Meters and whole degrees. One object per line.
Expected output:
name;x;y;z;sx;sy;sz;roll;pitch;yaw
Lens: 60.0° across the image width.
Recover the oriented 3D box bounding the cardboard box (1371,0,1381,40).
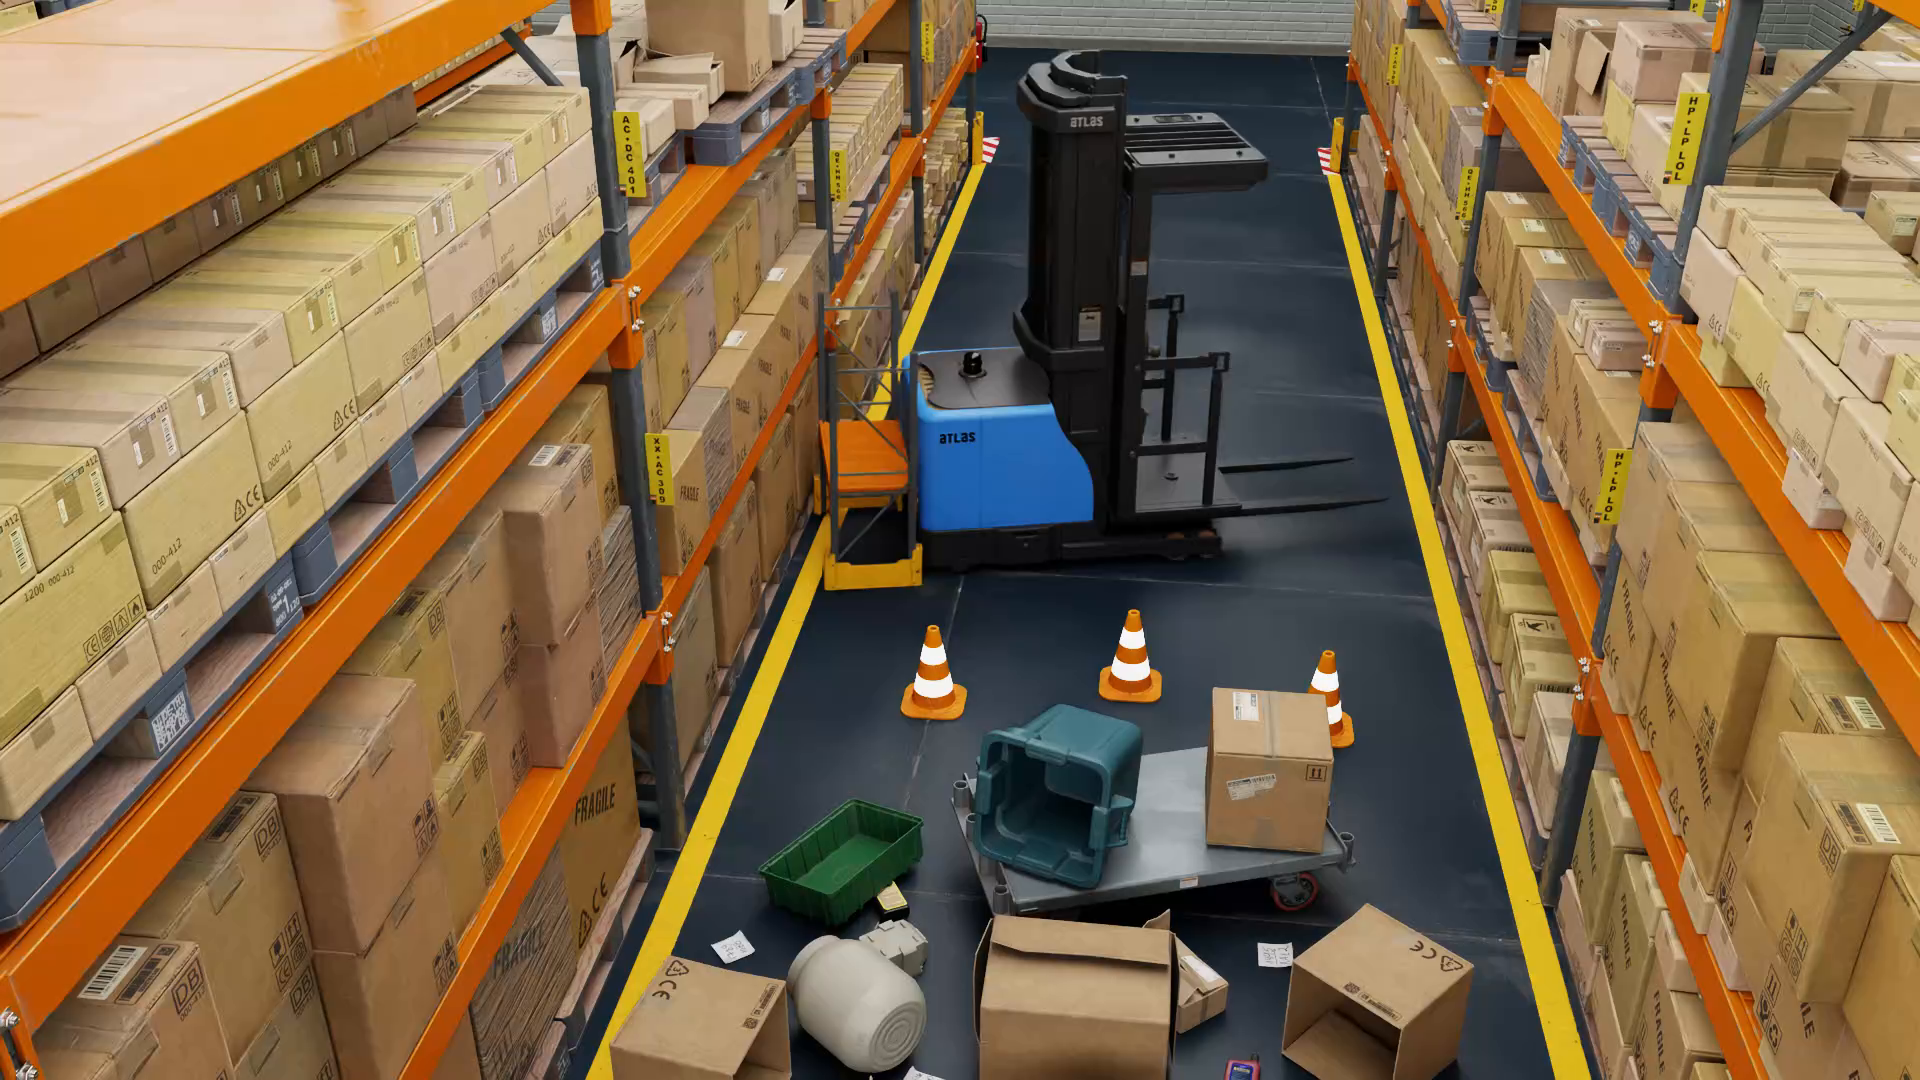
cardboard box;4.080;-4.870;15.259;0.500;0.500;0.500;3;29;6

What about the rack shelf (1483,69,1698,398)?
rack shelf;3.368;-1.613;7.969;1.077;0.370;4.000;3;28;6

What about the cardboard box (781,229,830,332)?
cardboard box;-1.100;-1.607;10.257;0.500;0.500;0.500;3;28;6

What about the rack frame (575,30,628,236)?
rack frame;-1.802;-2.549;5.785;1.000;3.000;0.127;3;28;6

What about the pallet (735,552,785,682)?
pallet;-1.635;0.376;9.621;1.003;0.211;1.213;3;28;6

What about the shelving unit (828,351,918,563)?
shelving unit;-0.569;-0.605;10.064;0.500;1.500;0.985;-3;28;-8

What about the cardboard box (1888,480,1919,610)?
cardboard box;2.550;0.092;3.891;0.500;0.250;0.500;4;29;8

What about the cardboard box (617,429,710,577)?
cardboard box;-1.470;-0.184;7.615;0.500;0.500;0.500;4;29;7

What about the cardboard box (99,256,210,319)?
cardboard box;-2.323;-0.595;4.617;0.500;0.250;0.500;4;29;7

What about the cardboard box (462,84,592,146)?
cardboard box;-1.530;-1.507;5.890;0.380;0.149;0.250;3;28;6

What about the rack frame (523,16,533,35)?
rack frame;-5.242;-5.892;18.316;1.000;3.000;0.127;3;28;6

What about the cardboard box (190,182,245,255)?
cardboard box;-2.338;-0.947;4.850;0.380;0.149;0.250;3;28;6

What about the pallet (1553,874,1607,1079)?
pallet;3.076;1.878;6.833;1.003;0.211;1.213;3;28;6

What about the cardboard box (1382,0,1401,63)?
cardboard box;3.958;-4.394;14.376;0.507;0.500;0.507;3;28;6

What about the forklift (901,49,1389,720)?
forklift;1.141;-1.043;9.387;3.336;2.935;2.622;-4;29;-8

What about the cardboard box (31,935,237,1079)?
cardboard box;-2.208;1.261;3.742;0.875;0.550;0.550;3;28;6

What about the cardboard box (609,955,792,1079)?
cardboard box;-0.973;1.982;6.333;0.500;0.500;0.500;8;29;15

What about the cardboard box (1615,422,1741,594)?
cardboard box;2.854;-0.088;6.070;0.700;0.500;0.500;3;28;6

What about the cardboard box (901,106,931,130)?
cardboard box;-0.462;-3.677;14.470;0.380;0.149;0.250;4;29;8

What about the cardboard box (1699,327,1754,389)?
cardboard box;2.752;-0.625;5.642;0.380;0.149;0.250;3;28;6

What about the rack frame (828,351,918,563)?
rack frame;-0.503;-0.382;9.648;0.500;1.500;0.032;-3;28;-8

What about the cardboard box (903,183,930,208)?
cardboard box;-0.481;-3.142;15.146;0.380;0.149;0.250;5;29;9

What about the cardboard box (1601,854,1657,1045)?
cardboard box;2.729;1.543;6.182;0.500;0.500;0.500;4;29;8

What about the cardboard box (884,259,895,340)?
cardboard box;-0.793;-1.912;13.122;0.500;0.500;0.500;3;28;5

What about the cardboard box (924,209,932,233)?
cardboard box;-0.460;-2.886;14.986;0.380;0.149;0.250;5;29;9

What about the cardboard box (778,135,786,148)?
cardboard box;-1.516;-2.984;12.426;0.380;0.149;0.250;3;28;5

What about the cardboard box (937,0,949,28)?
cardboard box;-0.384;-4.967;15.126;0.500;0.500;0.500;4;29;7

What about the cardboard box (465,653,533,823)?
cardboard box;-2.063;0.708;5.907;0.875;0.550;0.550;3;28;6

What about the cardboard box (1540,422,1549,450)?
cardboard box;3.052;-0.480;8.092;0.380;0.149;0.250;3;28;6

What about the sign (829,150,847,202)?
sign;-0.760;-2.270;10.372;0.100;0.325;0.005;3;28;6

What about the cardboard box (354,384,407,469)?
cardboard box;-1.747;-0.320;4.528;0.380;0.149;0.250;4;29;7

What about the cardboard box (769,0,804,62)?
cardboard box;-1.142;-2.791;8.944;0.500;0.311;0.500;3;28;6

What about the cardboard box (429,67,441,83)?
cardboard box;-5.240;-4.511;16.017;0.380;0.149;0.250;3;28;5

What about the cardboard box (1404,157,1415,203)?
cardboard box;3.647;-2.692;12.534;0.500;0.250;0.500;3;28;6

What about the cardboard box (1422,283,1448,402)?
cardboard box;3.894;-1.540;12.035;0.875;0.875;0.875;4;29;7

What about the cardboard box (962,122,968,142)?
cardboard box;-0.113;-4.352;17.707;0.380;0.149;0.250;3;28;5

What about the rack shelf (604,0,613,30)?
rack shelf;-1.557;-2.998;7.798;1.077;0.370;4.000;3;28;6

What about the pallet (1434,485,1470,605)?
pallet;3.516;0.045;10.236;1.003;0.211;1.213;3;28;6

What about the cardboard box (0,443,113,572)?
cardboard box;-1.903;-0.071;3.225;0.380;0.149;0.250;4;29;6

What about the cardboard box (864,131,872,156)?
cardboard box;-0.868;-2.945;12.355;0.380;0.149;0.250;4;29;8

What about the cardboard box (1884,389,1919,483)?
cardboard box;2.536;-0.246;4.098;0.380;0.149;0.250;4;29;7

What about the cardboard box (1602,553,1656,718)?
cardboard box;2.793;0.348;6.314;0.500;0.500;0.500;3;28;6

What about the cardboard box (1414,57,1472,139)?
cardboard box;3.666;-3.250;12.253;0.500;0.500;0.500;3;28;5

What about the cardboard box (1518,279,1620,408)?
cardboard box;3.144;-0.981;8.339;0.500;0.500;0.500;2;28;4

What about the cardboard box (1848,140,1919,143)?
cardboard box;3.654;-1.598;6.898;0.500;0.250;0.500;3;28;6

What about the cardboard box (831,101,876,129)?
cardboard box;-0.837;-3.196;12.507;0.380;0.149;0.250;2;28;4
